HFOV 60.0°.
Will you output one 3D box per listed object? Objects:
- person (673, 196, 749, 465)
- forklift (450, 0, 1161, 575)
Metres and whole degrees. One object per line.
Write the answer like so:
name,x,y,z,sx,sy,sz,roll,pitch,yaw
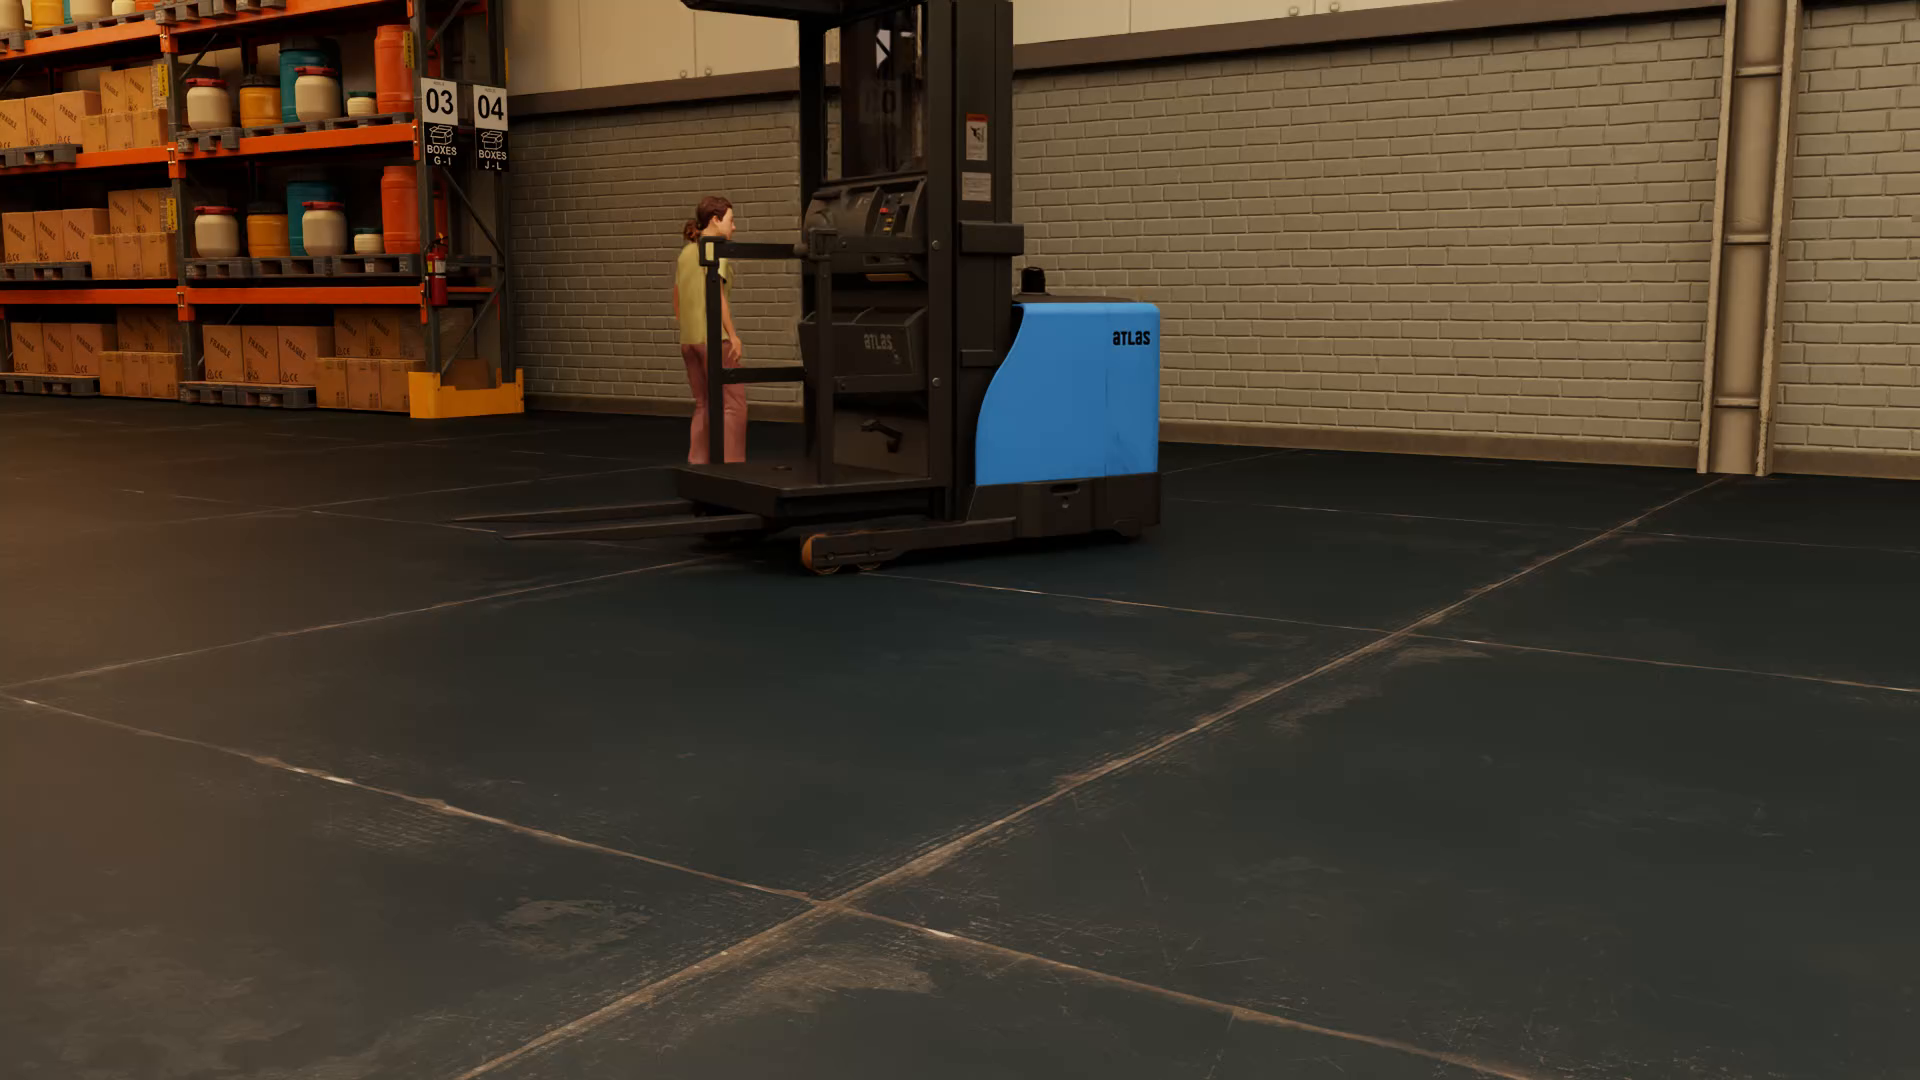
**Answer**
person,-1.367,-1.091,9.358,0.396,1.668,0.579,-6,10,-38
forklift,-0.590,-1.396,7.006,3.031,2.935,1.130,-5,10,-33
